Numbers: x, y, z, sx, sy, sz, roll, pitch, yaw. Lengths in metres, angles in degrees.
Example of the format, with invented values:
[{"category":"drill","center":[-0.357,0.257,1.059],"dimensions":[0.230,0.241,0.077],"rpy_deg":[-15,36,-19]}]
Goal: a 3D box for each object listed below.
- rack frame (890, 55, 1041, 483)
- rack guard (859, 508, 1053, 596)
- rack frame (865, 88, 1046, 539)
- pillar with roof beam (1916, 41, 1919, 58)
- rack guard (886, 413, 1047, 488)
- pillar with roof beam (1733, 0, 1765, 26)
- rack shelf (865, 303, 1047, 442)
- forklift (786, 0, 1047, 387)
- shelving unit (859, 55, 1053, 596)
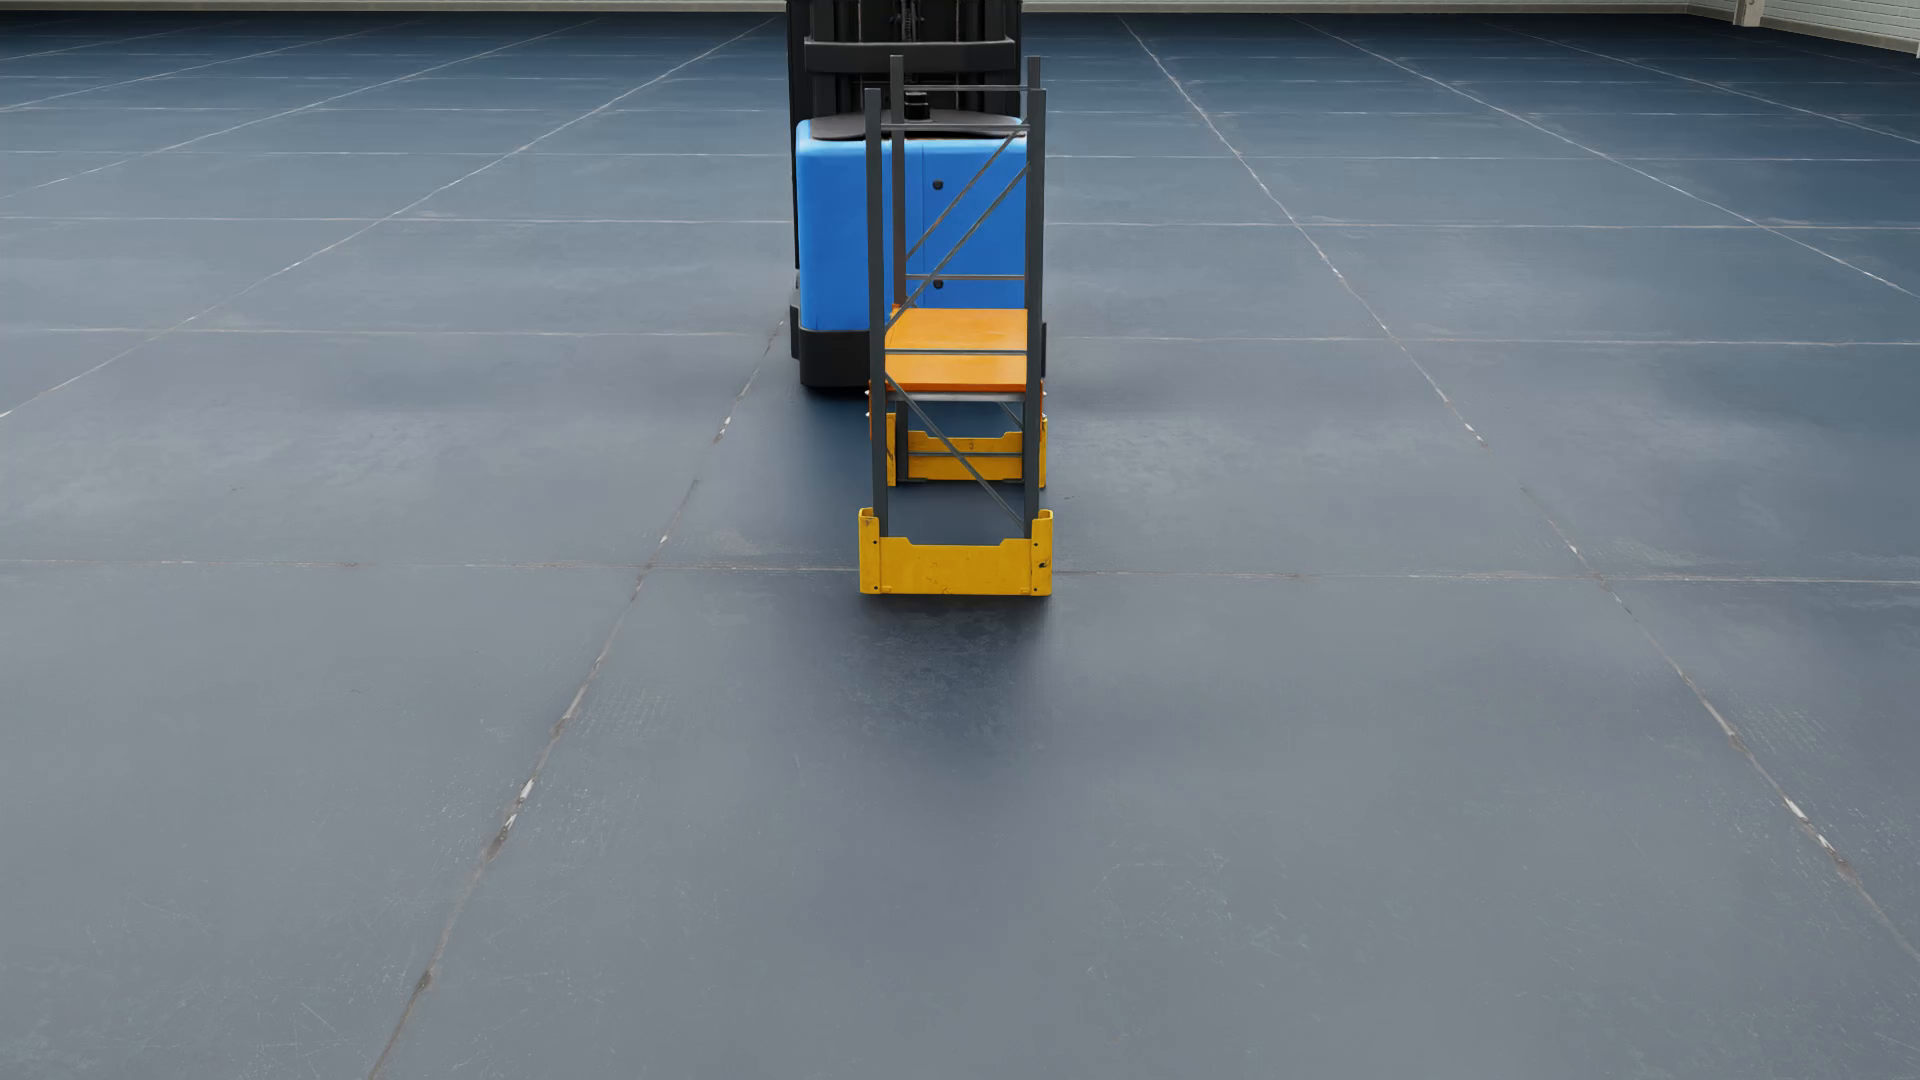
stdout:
[{"category":"rack frame","center":[0.018,-0.914,5.811],"dimensions":[0.500,1.500,0.032],"rpy_deg":[1,21,2]},{"category":"rack guard","center":[-0.013,0.036,5.091],"dimensions":[0.587,0.250,0.087],"rpy_deg":[1,21,2]},{"category":"rack frame","center":[-0.013,-0.546,4.863],"dimensions":[0.500,1.500,0.032],"rpy_deg":[1,21,2]},{"category":"pillar with roof beam","center":[8.430,-10.518,20.197],"dimensions":[9.100,9.000,0.400],"rpy_deg":[1,21,2]},{"category":"rack guard","center":[0.017,-0.324,6.019],"dimensions":[0.587,0.250,0.087],"rpy_deg":[1,21,2]},{"category":"pillar with roof beam","center":[8.613,-12.688,25.788],"dimensions":[9.100,9.000,0.400],"rpy_deg":[1,21,2]},{"category":"rack shelf","center":[0.003,-0.562,5.402],"dimensions":[0.538,0.185,1.000],"rpy_deg":[1,21,2]},{"category":"forklift","center":[-0.282,-2.500,7.921],"dimensions":[1.130,2.935,3.031],"rpy_deg":[-2,21,-5]},{"category":"shelving unit","center":[0.002,-0.727,5.329],"dimensions":[0.587,1.500,1.083],"rpy_deg":[1,21,2]}]
